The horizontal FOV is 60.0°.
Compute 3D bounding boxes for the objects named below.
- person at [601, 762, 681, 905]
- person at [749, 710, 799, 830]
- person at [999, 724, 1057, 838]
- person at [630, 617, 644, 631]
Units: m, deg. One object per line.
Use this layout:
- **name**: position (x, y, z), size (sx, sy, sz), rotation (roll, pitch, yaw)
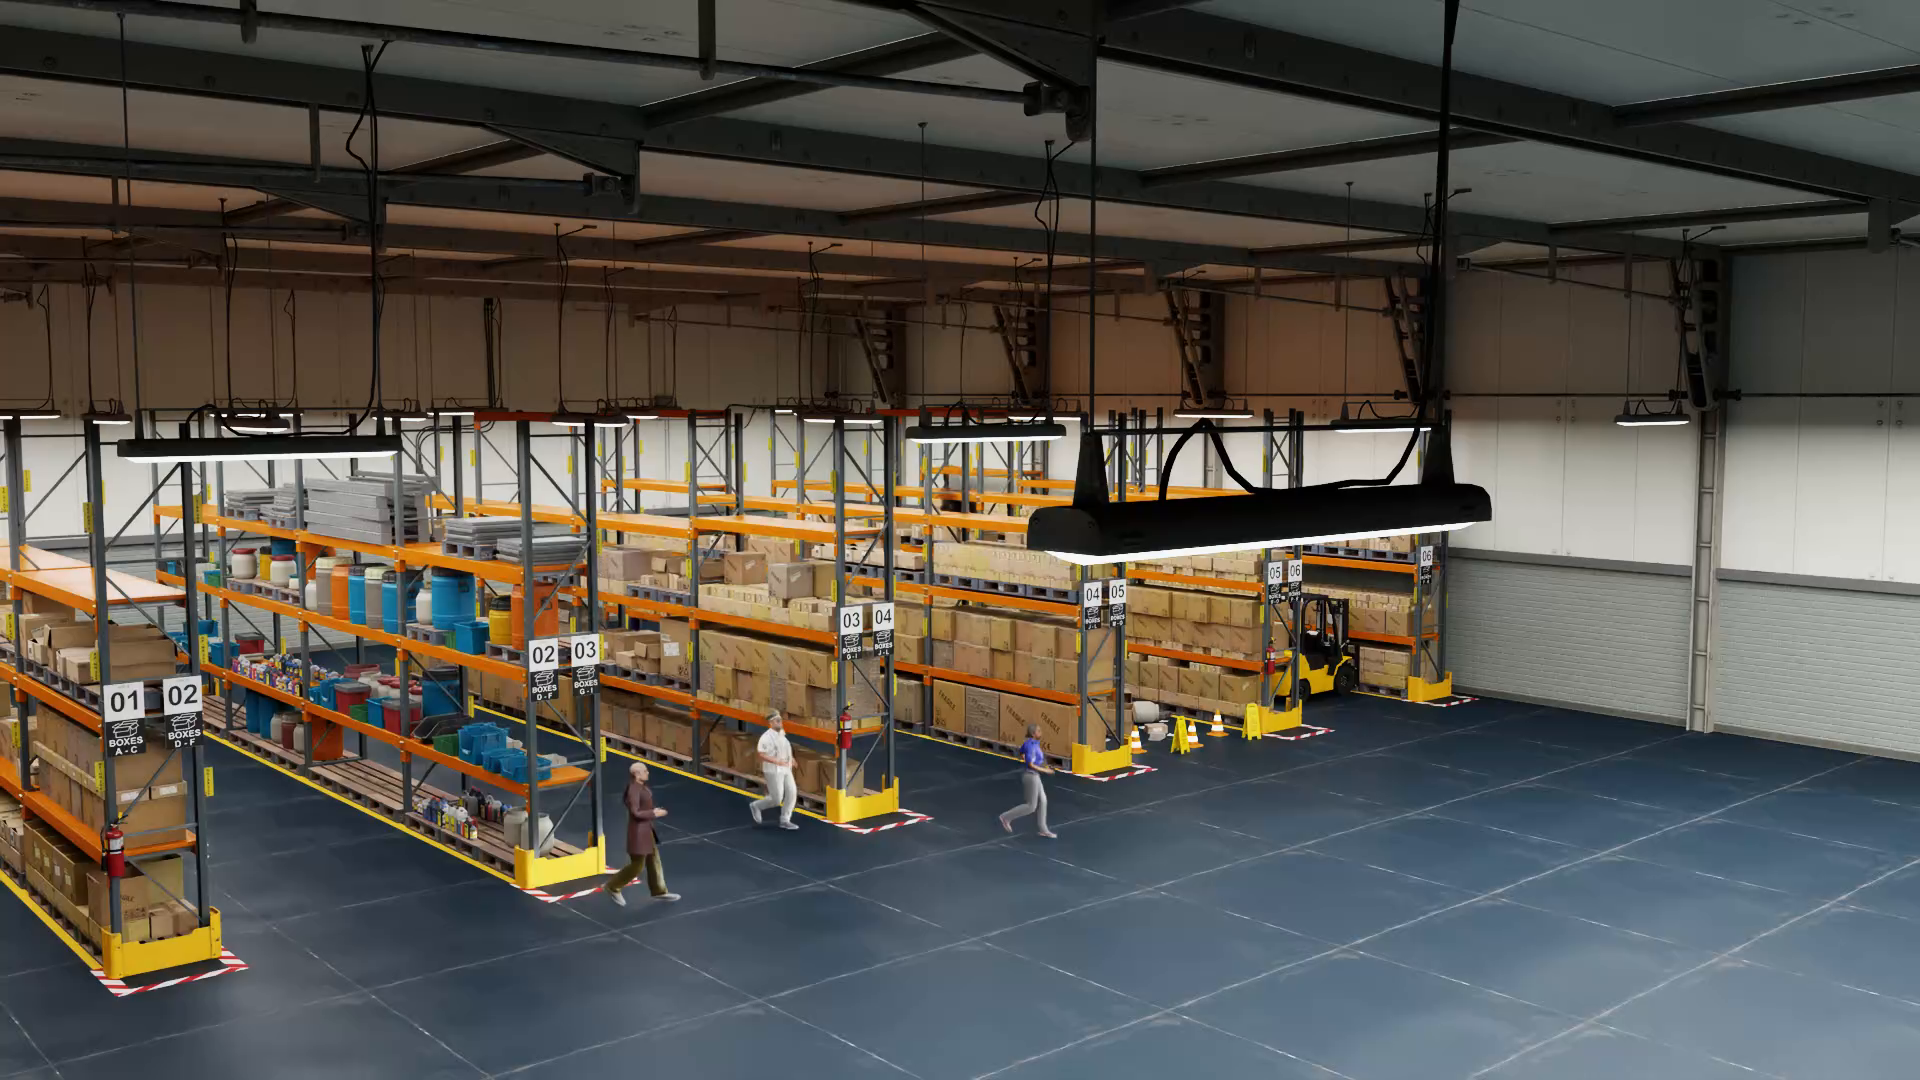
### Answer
- **person**: position (-3.948, 3.621, 20.519), size (0.957, 1.773, 0.725), rotation (0, 5, -3)
- **person**: position (-2.685, 3.337, 24.224), size (0.741, 1.732, 0.680), rotation (3, 6, 28)
- **person**: position (0.968, 3.447, 23.748), size (0.840, 1.646, 0.587), rotation (0, 5, -1)
- **person**: position (-8.059, 1.946, 41.325), size (0.580, 1.709, 0.621), rotation (2, 5, 20)
